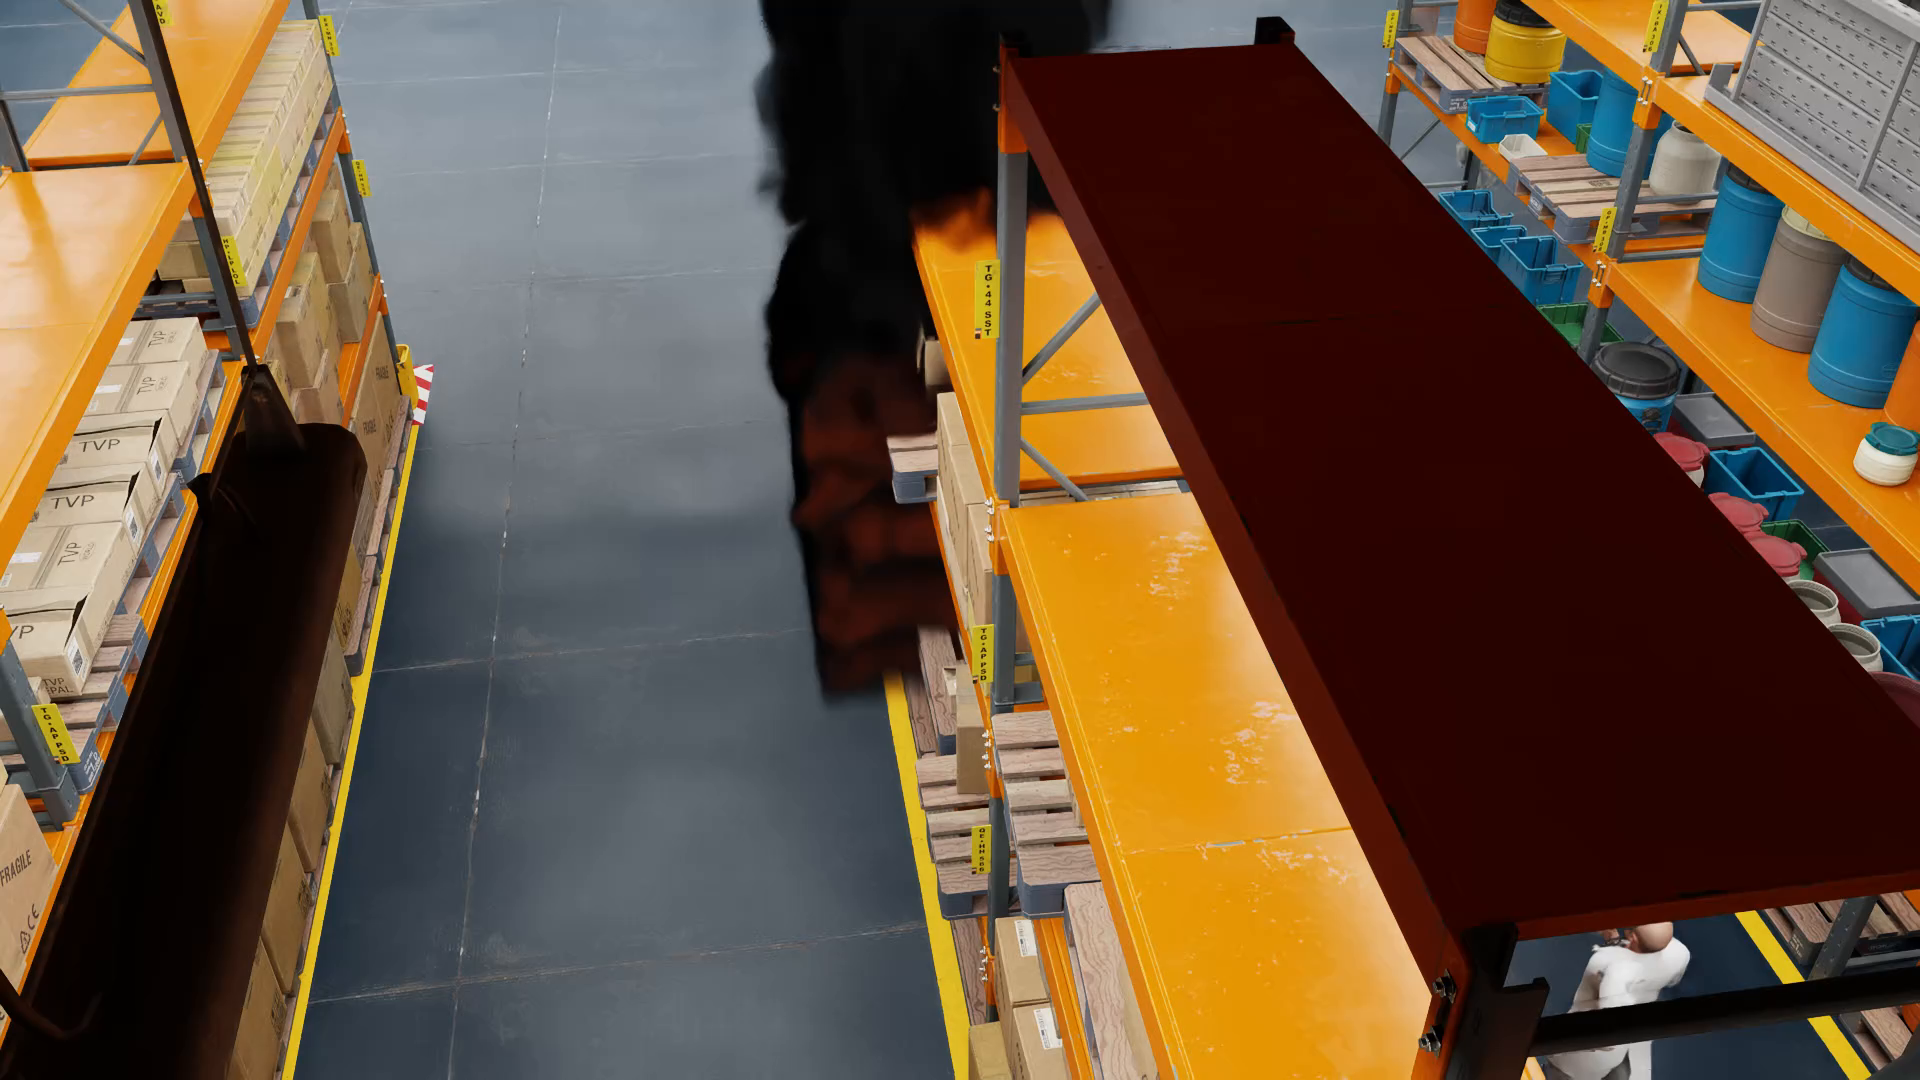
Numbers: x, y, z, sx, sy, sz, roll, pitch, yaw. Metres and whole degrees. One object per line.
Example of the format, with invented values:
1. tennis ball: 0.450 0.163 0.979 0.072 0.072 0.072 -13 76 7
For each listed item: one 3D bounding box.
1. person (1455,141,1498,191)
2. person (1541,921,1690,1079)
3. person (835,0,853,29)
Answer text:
1. person: 5.825 -4.586 18.342 0.541 1.639 0.603 13 38 17
2. person: 3.162 2.445 8.135 0.692 1.869 0.807 -10 38 -14
3. person: -1.220 -6.139 20.314 0.731 1.824 0.676 8 37 11
